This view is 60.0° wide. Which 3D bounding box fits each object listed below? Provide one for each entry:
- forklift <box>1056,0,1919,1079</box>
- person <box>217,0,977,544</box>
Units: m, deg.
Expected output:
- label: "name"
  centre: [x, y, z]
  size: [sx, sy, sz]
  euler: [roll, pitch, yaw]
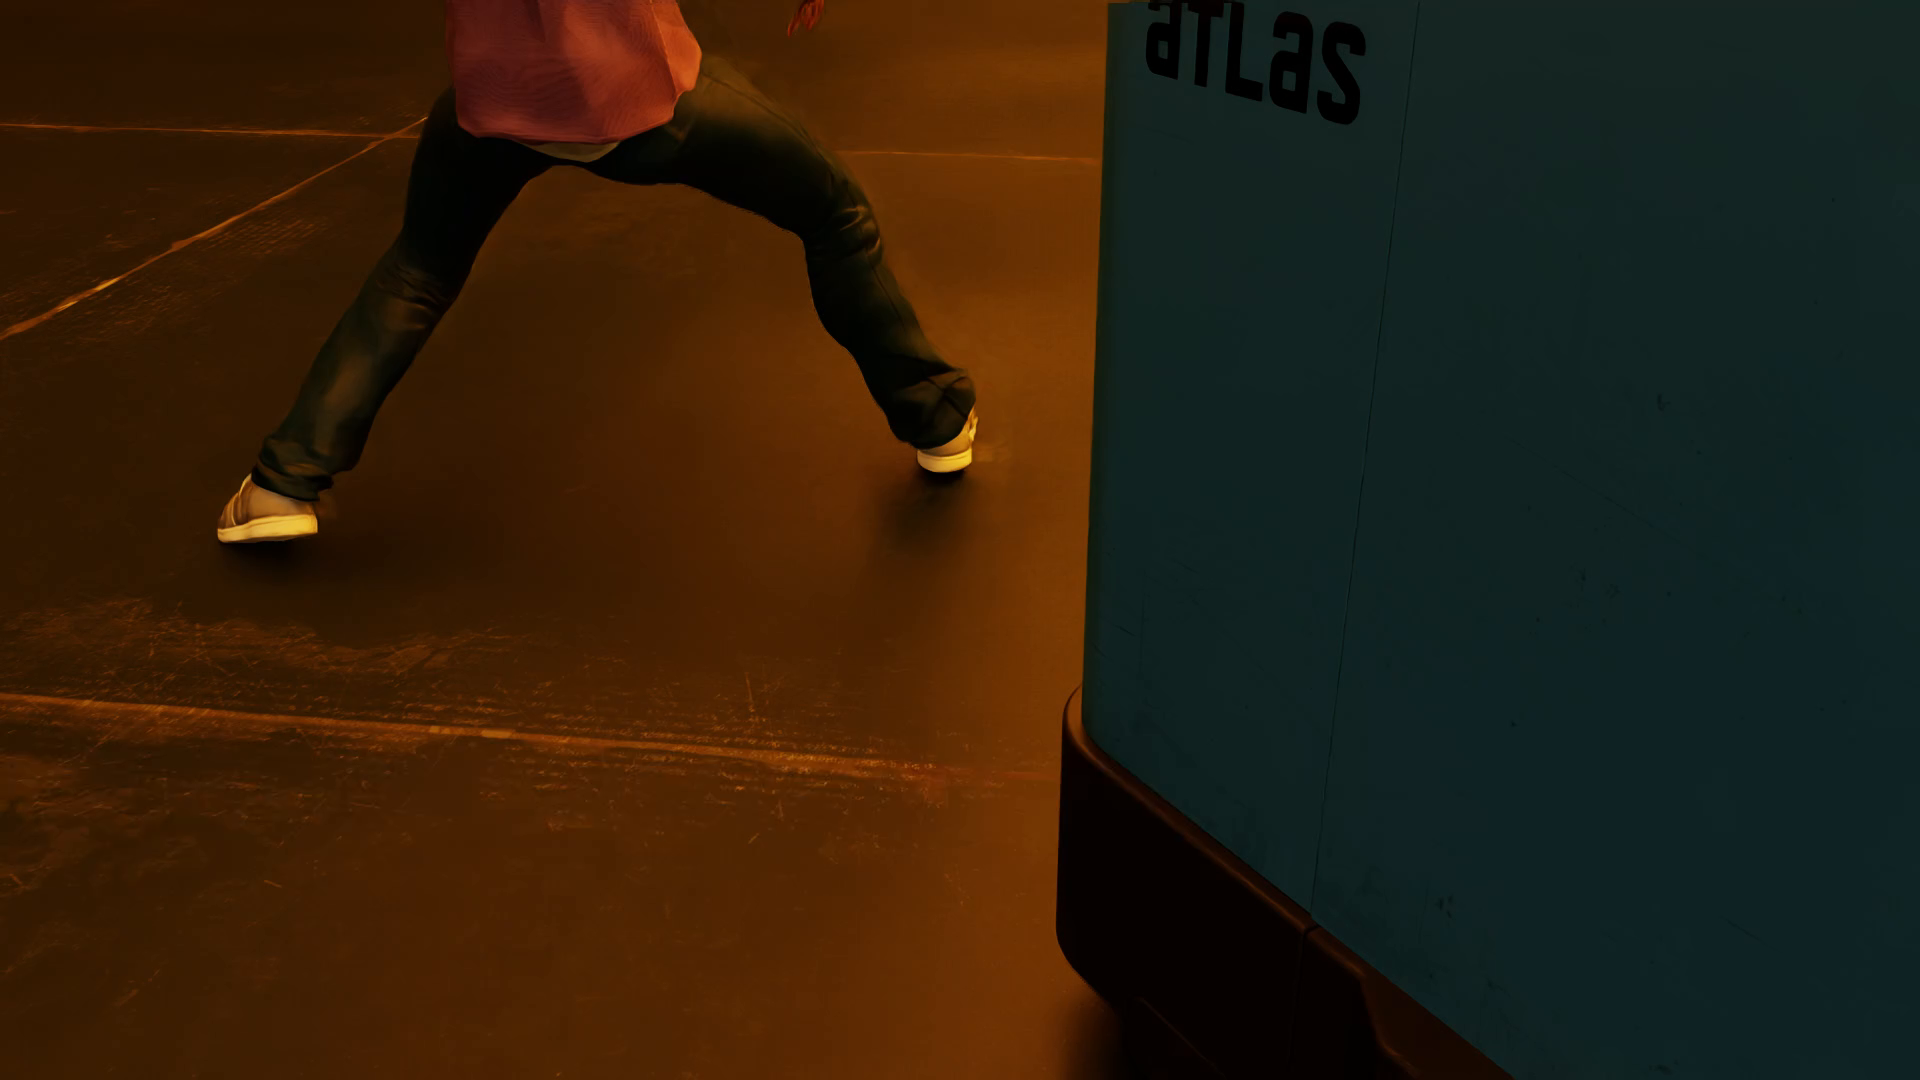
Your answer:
- label: "forklift"
  centre: [1.304, -0.441, 0.101]
  size: [1.130, 2.935, 3.031]
  euler: [-16, 31, -29]
- label: "person"
  centre: [-0.538, -0.710, 2.352]
  size: [1.010, 1.429, 0.892]
  euler: [9, 28, 18]
